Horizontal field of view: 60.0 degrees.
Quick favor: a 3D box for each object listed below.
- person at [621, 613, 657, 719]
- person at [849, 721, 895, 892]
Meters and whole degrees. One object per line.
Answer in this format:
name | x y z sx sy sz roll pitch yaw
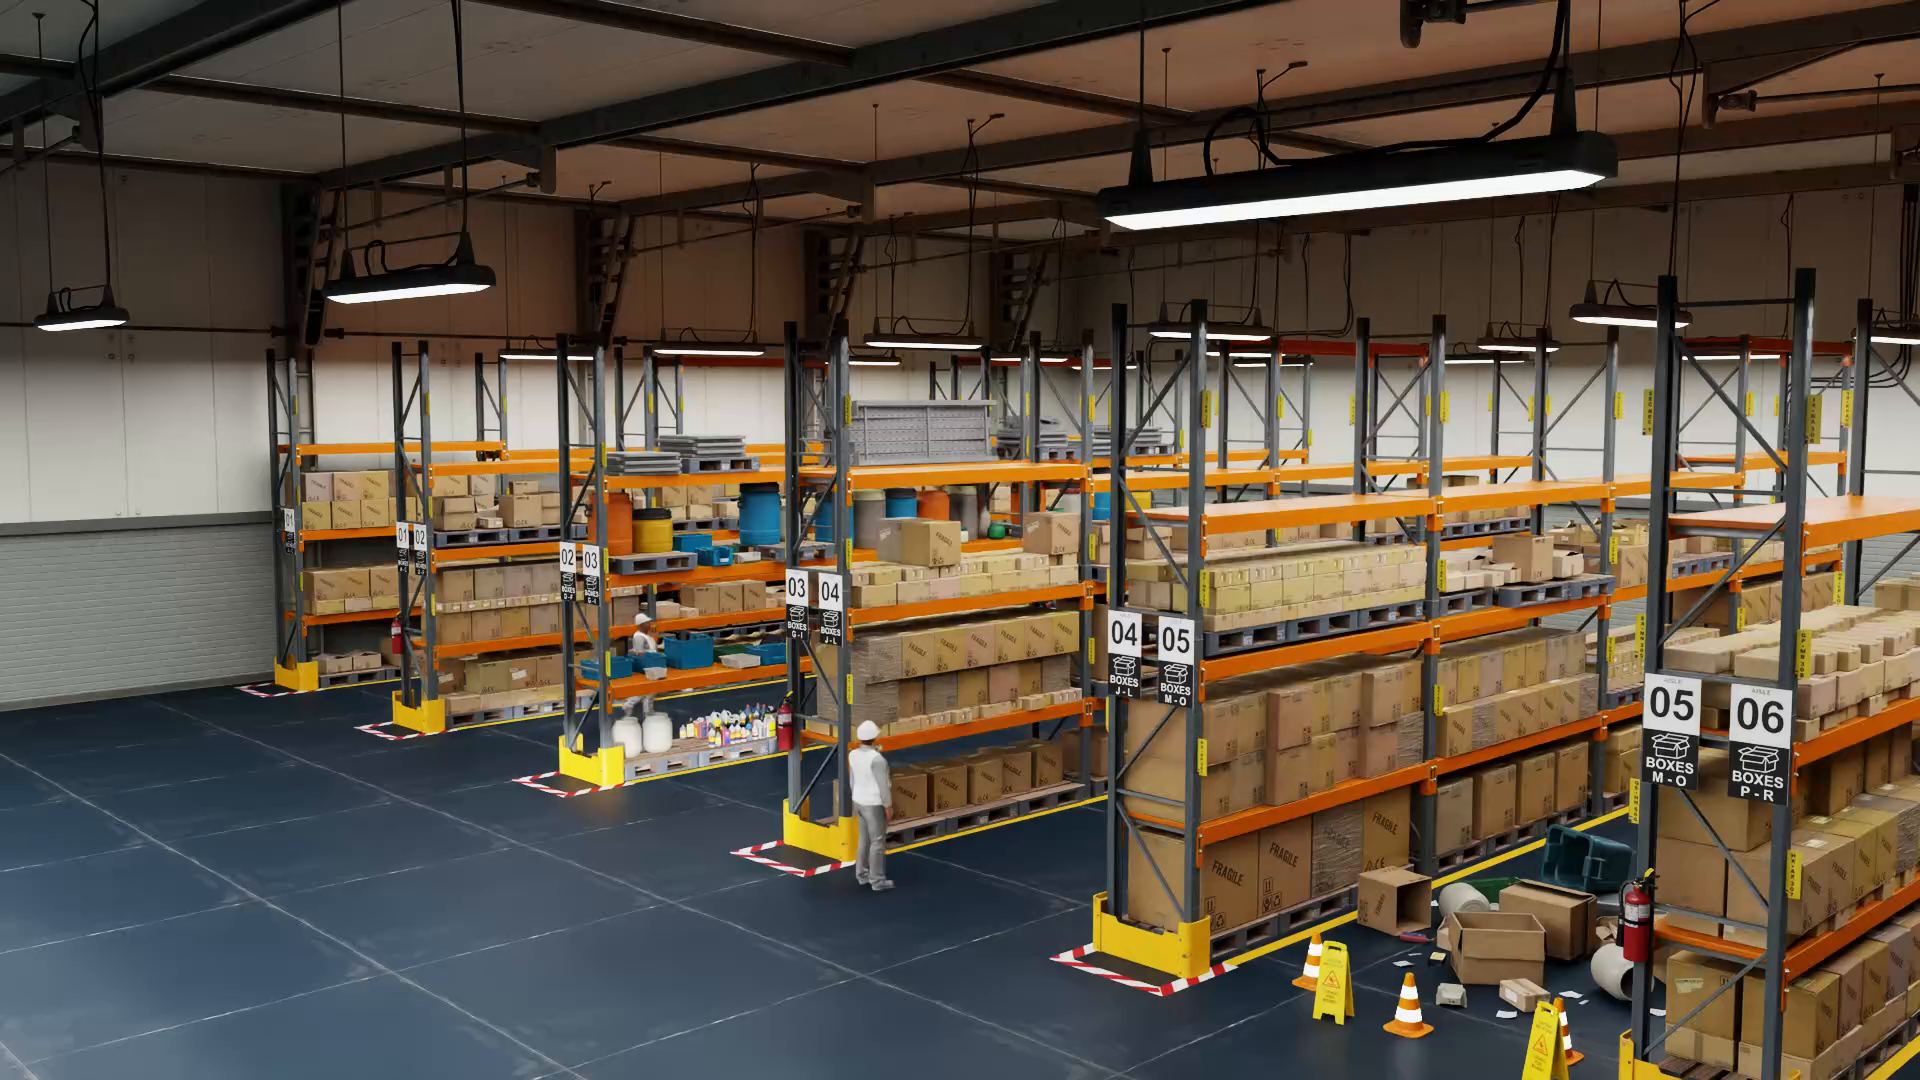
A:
person | -4.964 2.020 25.982 0.670 1.775 0.566 -1 5 -10
person | -0.926 2.774 17.474 0.438 1.780 0.551 -2 5 -25
